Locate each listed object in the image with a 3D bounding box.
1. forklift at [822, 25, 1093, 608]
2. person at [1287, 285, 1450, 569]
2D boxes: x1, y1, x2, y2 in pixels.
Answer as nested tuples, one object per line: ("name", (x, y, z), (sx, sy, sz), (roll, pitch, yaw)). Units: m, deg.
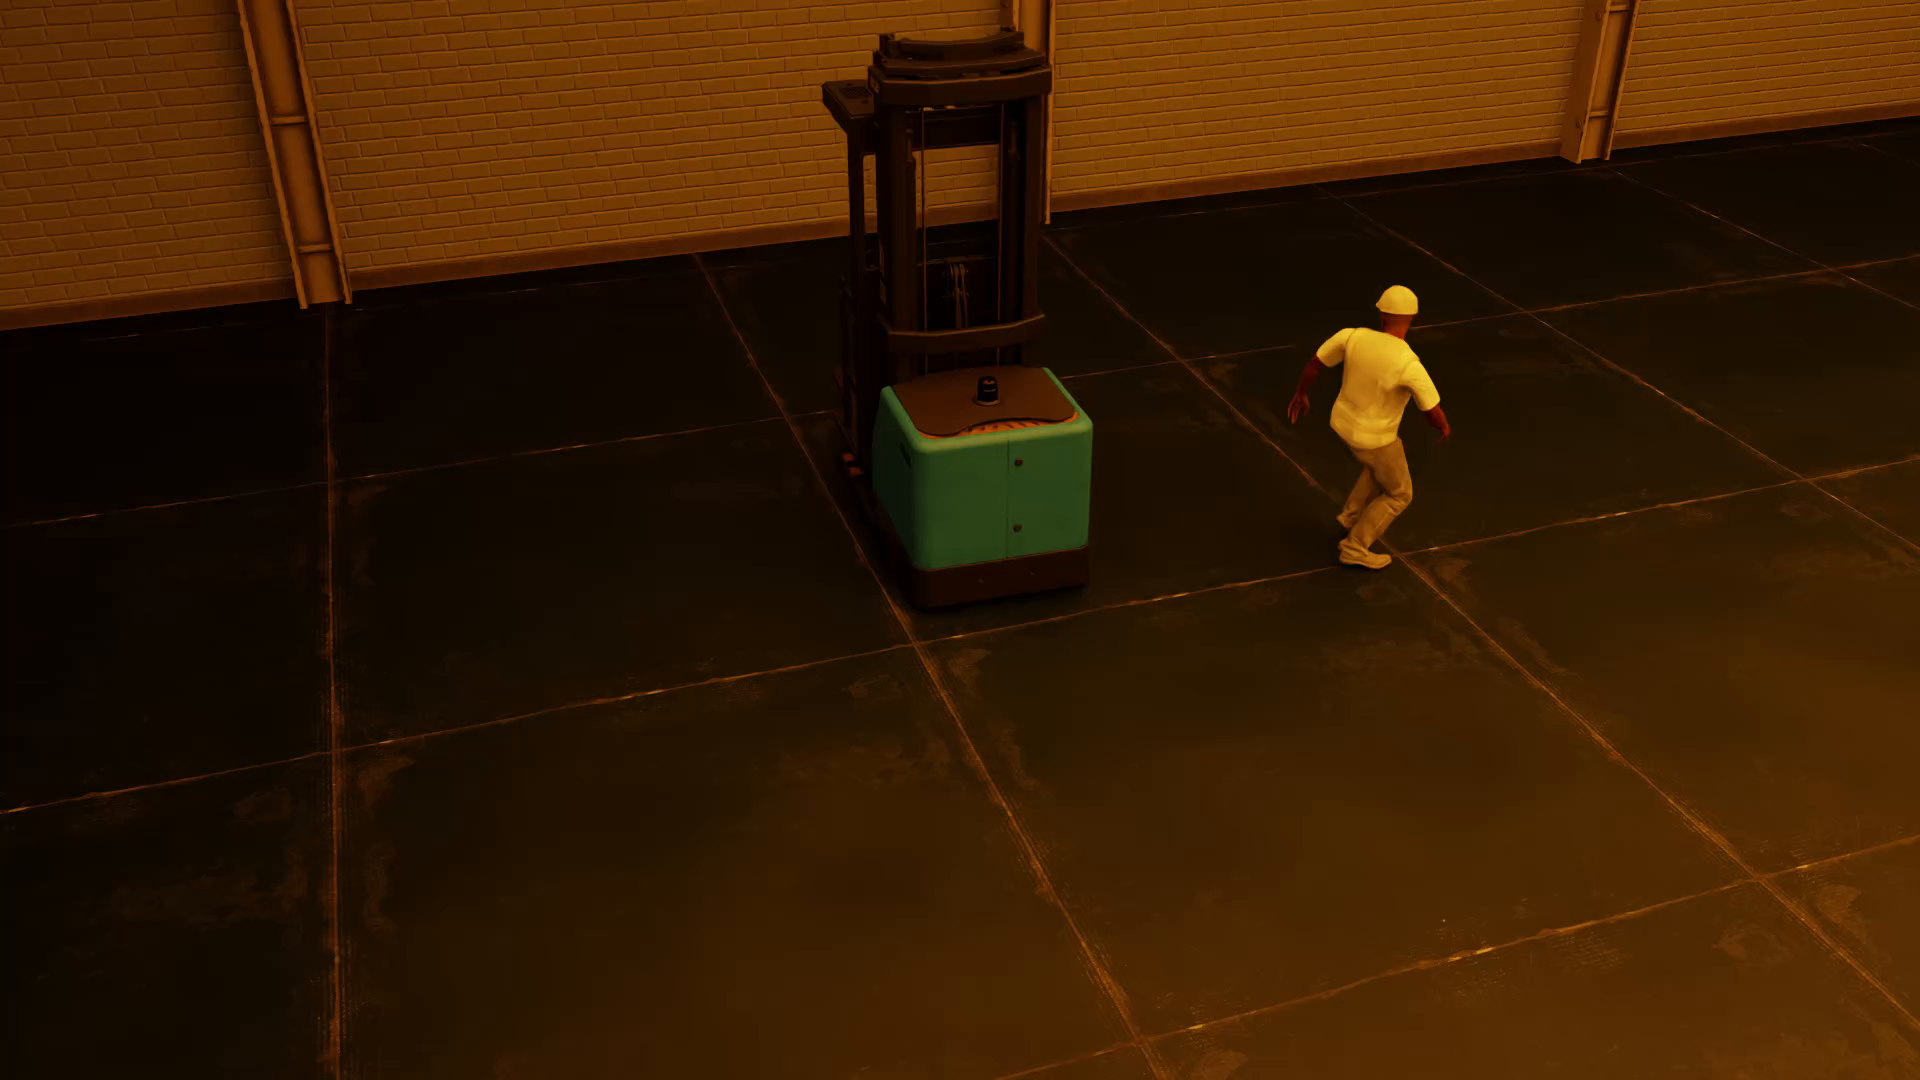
("forklift", (-0.160, -1.618, 9.899), (1.130, 2.935, 3.031), (-8, 31, -14))
("person", (2.361, -0.635, 9.463), (0.753, 1.712, 0.753), (-10, 32, -17))
